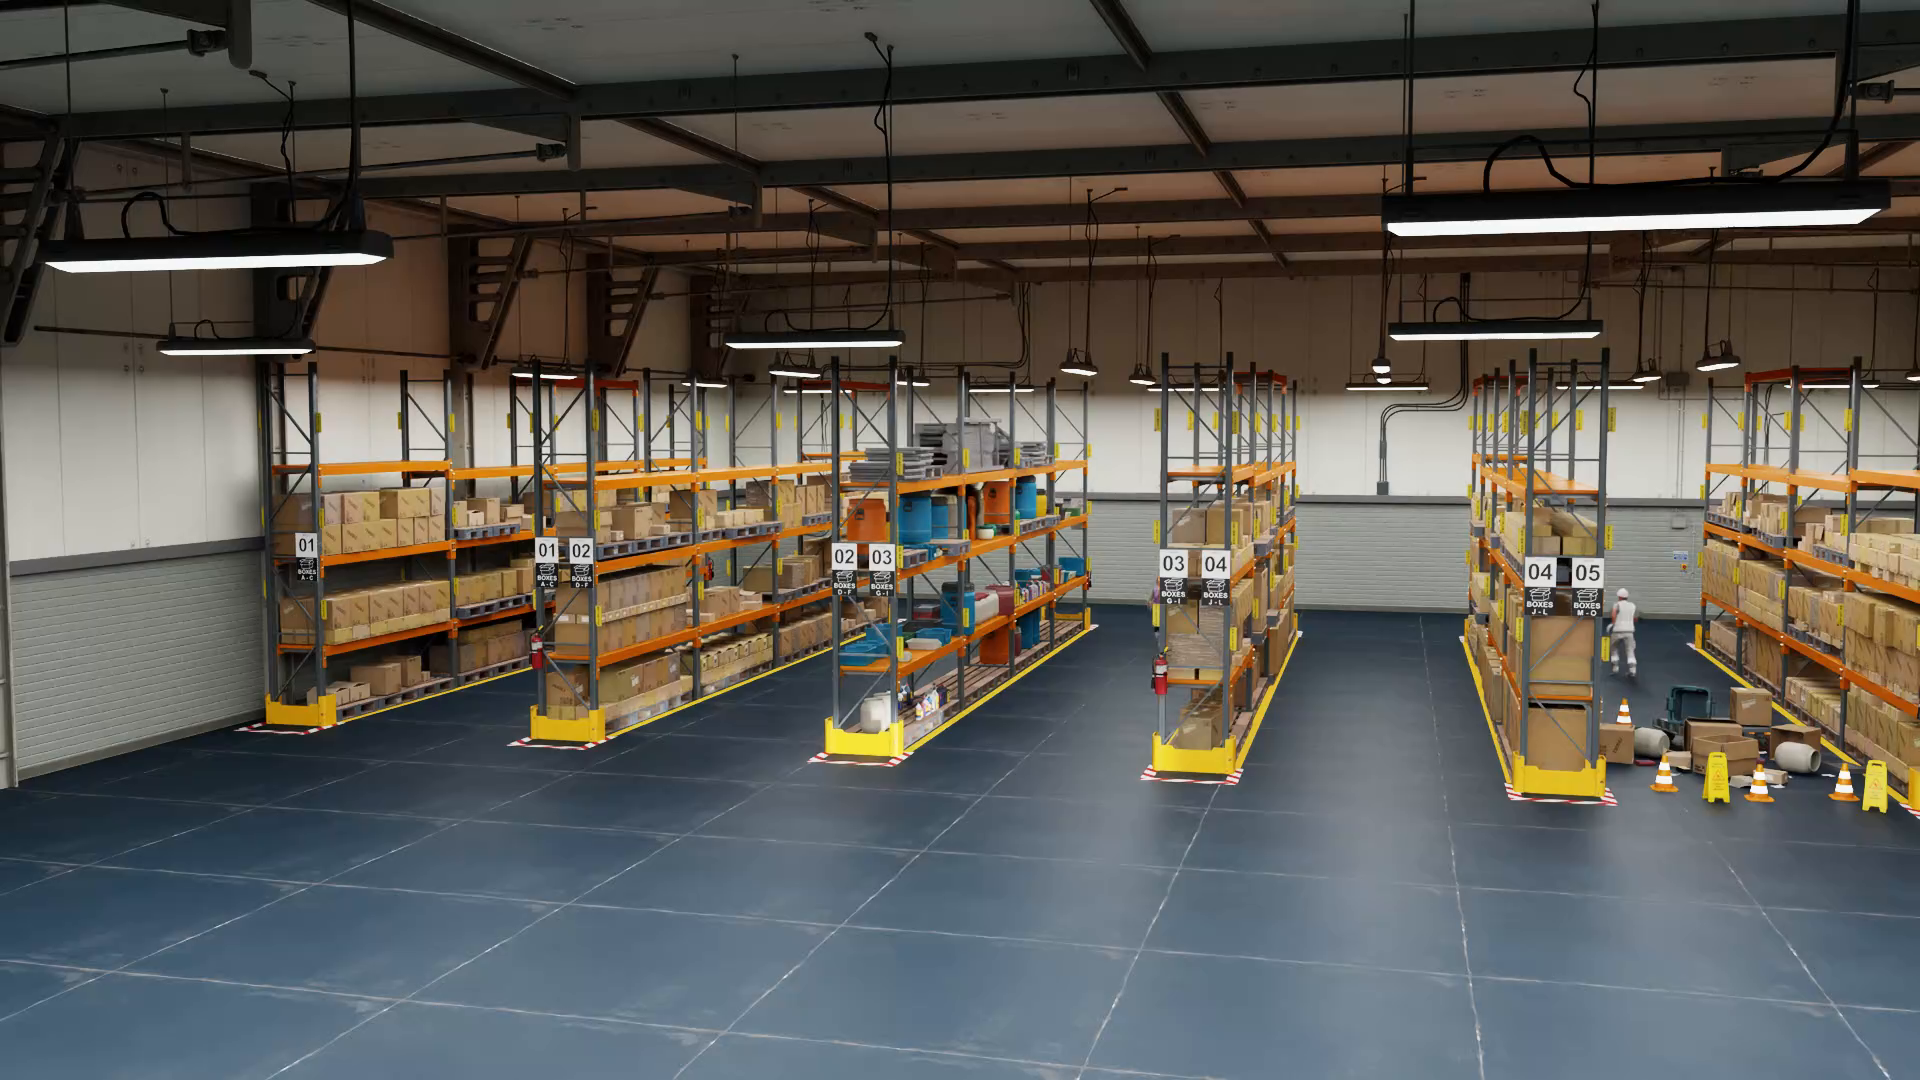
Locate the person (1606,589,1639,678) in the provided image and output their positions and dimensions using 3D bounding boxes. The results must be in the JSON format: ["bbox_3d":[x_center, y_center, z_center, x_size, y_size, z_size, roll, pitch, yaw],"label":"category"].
[{"bbox_3d":[12.978,1.843,32.557,0.685,1.752,0.994,0,4,4],"label":"person"}]

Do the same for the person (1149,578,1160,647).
[{"bbox_3d":[4.505,1.608,37.398,0.520,1.559,0.644,1,4,8],"label":"person"}]
